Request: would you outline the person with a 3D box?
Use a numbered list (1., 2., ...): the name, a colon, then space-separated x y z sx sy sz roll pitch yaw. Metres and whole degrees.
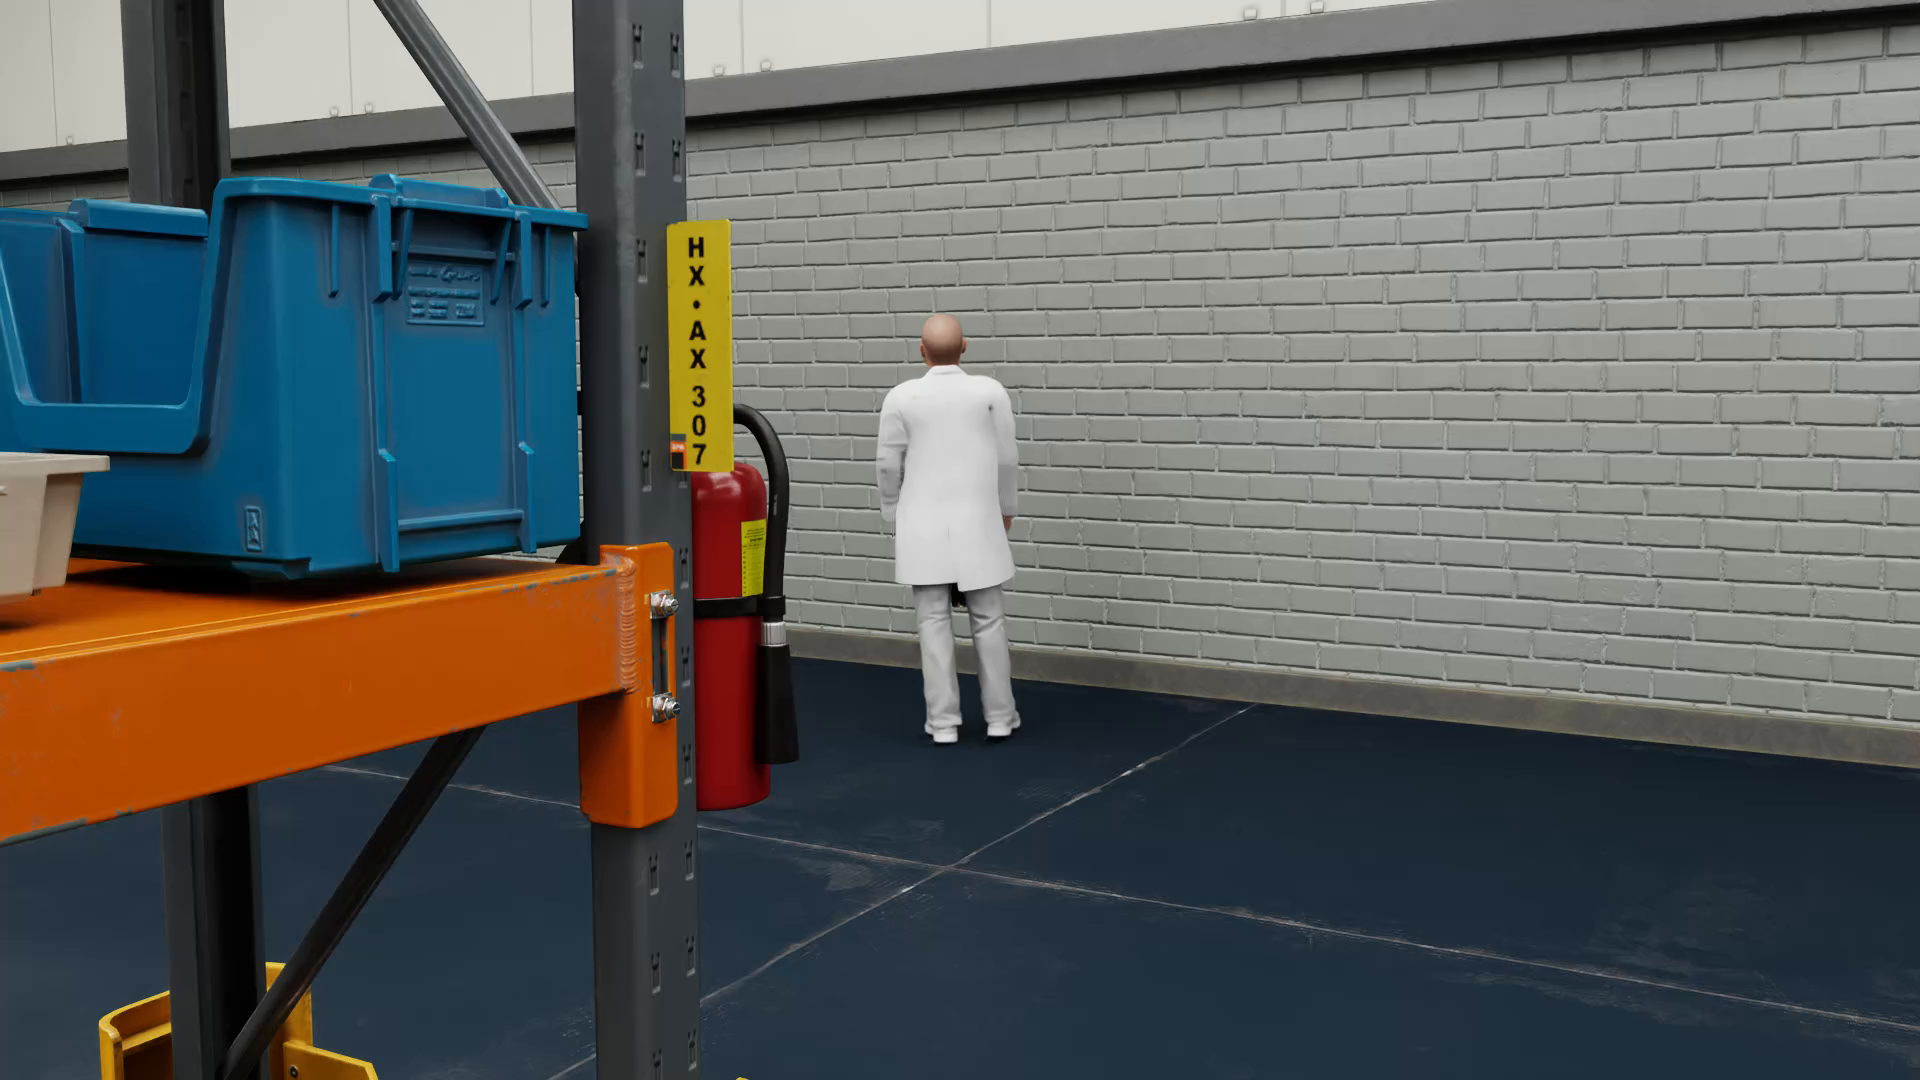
1. person: -0.040 -0.051 6.997 0.612 1.776 0.576 0 6 0
